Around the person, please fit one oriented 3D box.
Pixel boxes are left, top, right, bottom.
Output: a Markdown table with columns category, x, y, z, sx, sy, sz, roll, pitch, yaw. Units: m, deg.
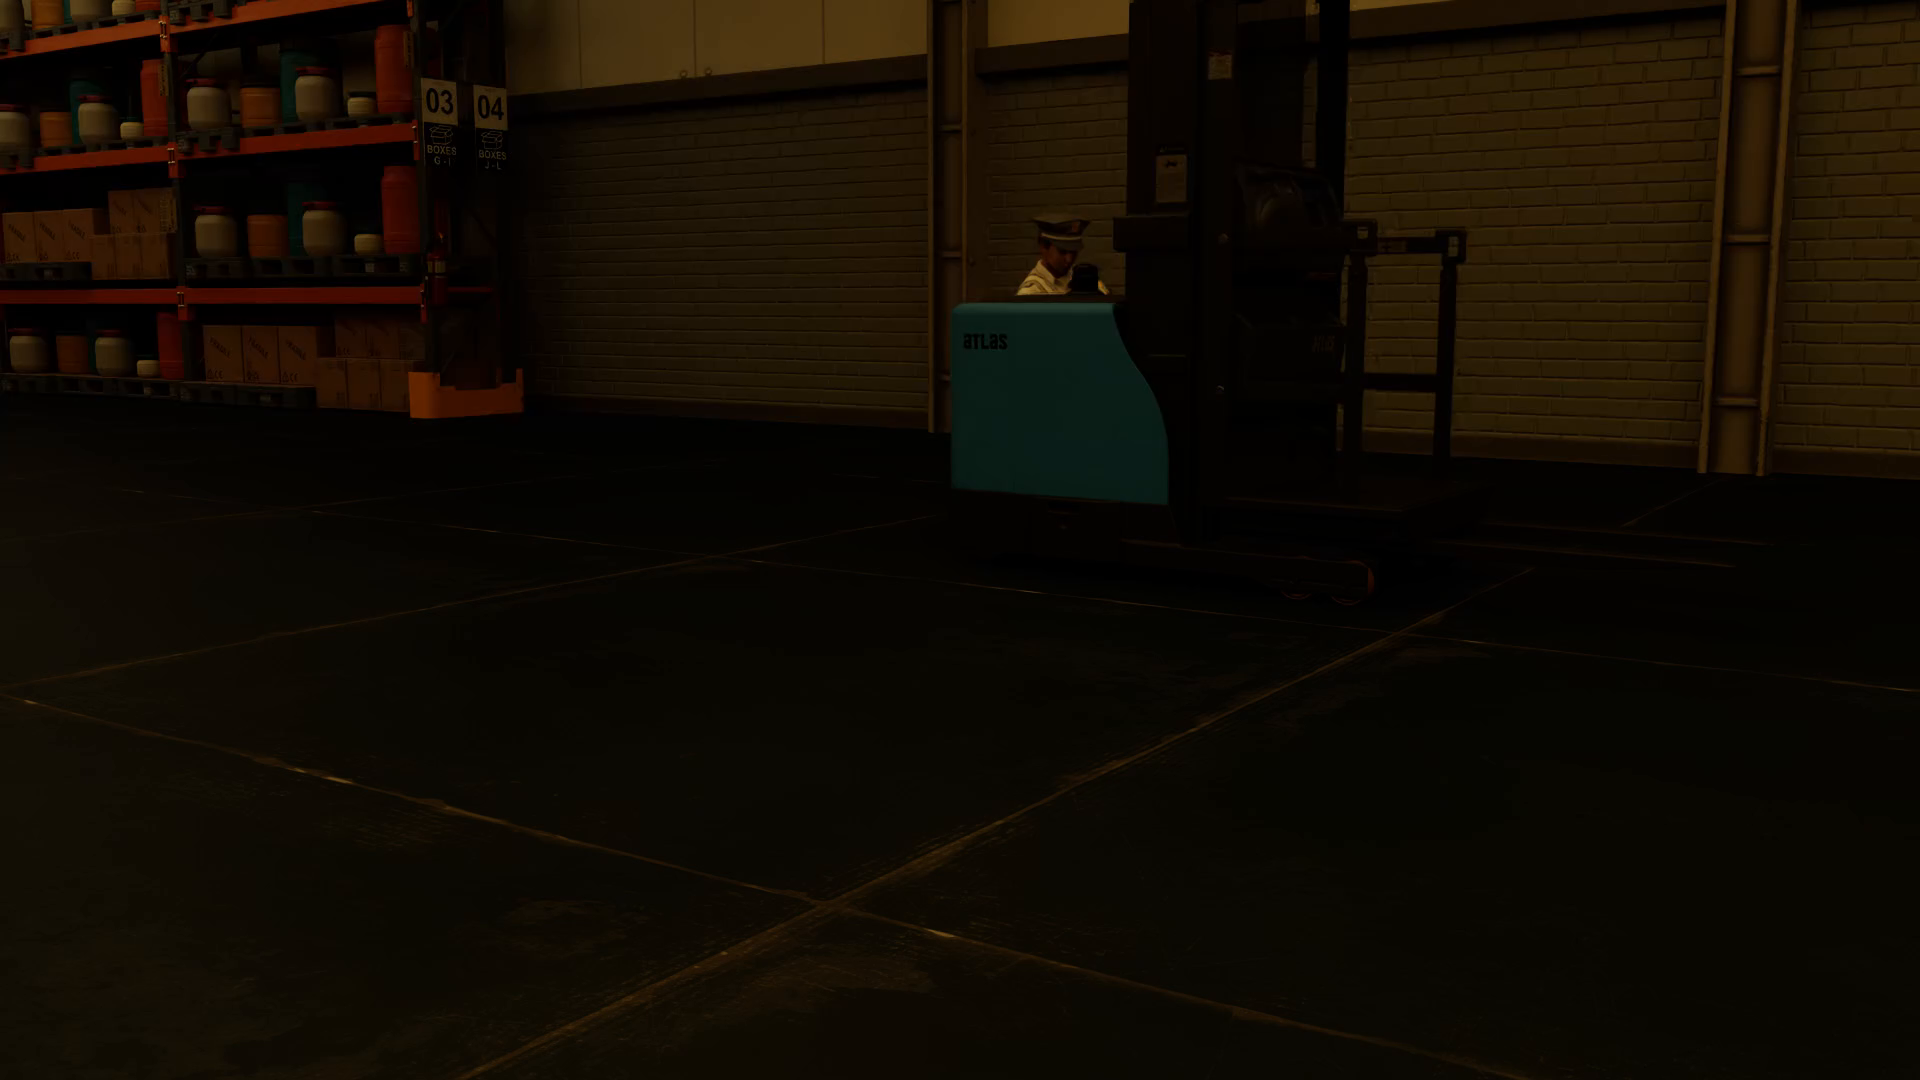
| category | x | y | z | sx | sy | sz | roll | pitch | yaw |
| --- | --- | --- | --- | --- | --- | --- | --- | --- | --- |
| person | 0.563 | -0.700 | 7.293 | 0.857 | 1.463 | 0.711 | -6 | 10 | -36 |

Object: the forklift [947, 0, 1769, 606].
| category | x | y | z | sx | sy | sz | roll | pitch | yaw |
| --- | --- | --- | --- | --- | --- | --- | --- | --- | --- |
| forklift | 1.451 | -1.300 | 6.334 | 3.031 | 2.935 | 1.130 | 5 | 10 | 34 |
